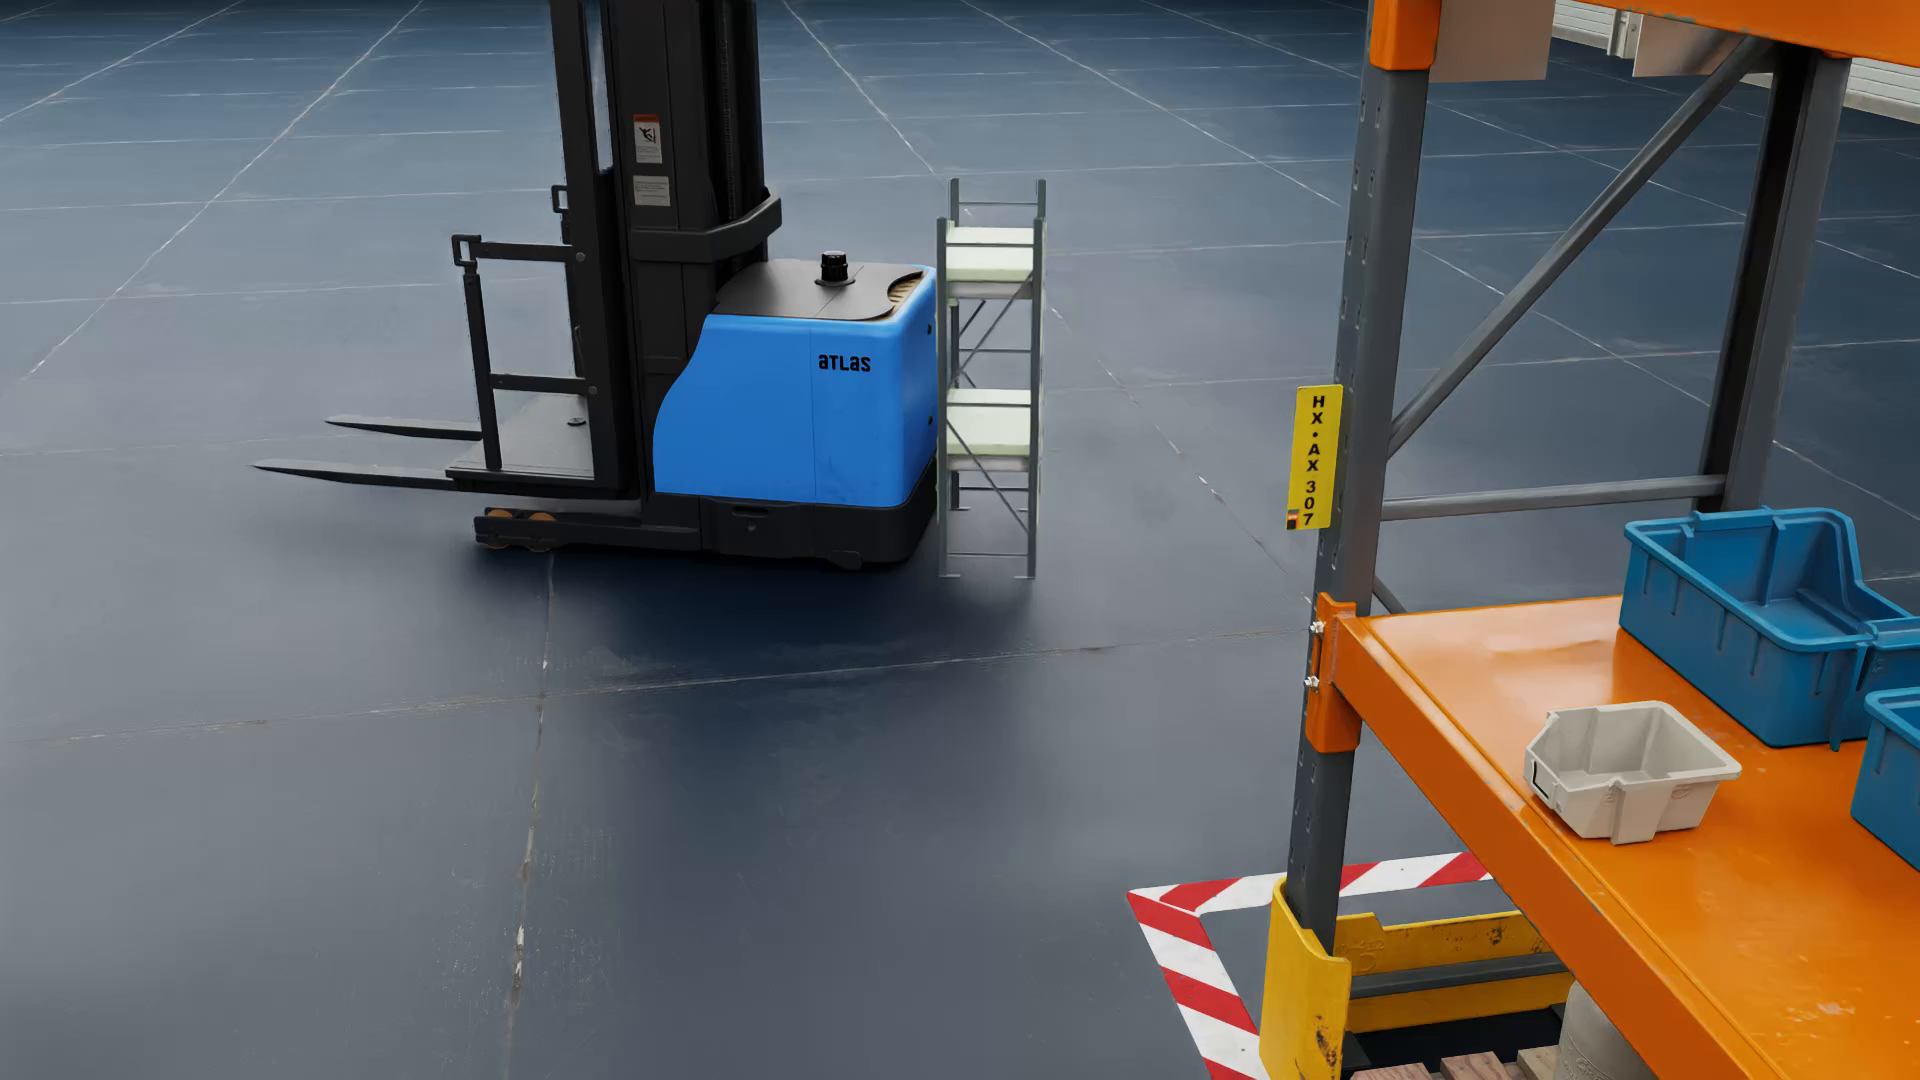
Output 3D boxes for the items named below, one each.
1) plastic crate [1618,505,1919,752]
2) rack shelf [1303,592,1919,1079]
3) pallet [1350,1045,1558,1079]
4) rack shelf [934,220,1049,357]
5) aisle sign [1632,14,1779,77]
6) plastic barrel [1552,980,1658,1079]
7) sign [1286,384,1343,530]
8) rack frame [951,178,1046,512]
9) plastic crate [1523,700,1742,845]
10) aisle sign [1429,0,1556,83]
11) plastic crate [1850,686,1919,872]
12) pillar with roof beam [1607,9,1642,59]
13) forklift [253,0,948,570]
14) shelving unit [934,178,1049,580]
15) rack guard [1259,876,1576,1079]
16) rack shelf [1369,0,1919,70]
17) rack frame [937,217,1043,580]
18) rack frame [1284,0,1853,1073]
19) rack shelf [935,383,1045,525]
[{"bbox_3d":[1.685,0.157,3.330,0.499,0.251,0.616,-4,24,-10],"label":"plastic crate"},{"bbox_3d":[1.668,1.030,2.043,1.077,0.370,4.000,-4,24,-10],"label":"rack shelf"},{"bbox_3d":[1.504,1.538,3.465,1.003,0.211,1.213,-4,24,-10],"label":"pallet"},{"bbox_3d":[0.137,-1.034,6.769,0.431,0.370,0.720,2,24,3],"label":"rack shelf"},{"bbox_3d":[1.577,-1.328,3.295,0.394,0.787,0.004,-4,24,-10],"label":"aisle sign"},{"bbox_3d":[1.495,1.115,3.534,0.421,0.512,0.421,0,24,0],"label":"plastic barrel"},{"bbox_3d":[0.757,-0.174,3.555,0.100,0.325,0.005,-4,24,-10],"label":"sign"},{"bbox_3d":[0.161,-0.823,7.260,0.400,1.500,0.023,2,24,3],"label":"rack frame"},{"bbox_3d":[1.148,0.410,2.892,0.298,0.136,0.250,-4,24,-10],"label":"plastic crate"},{"bbox_3d":[0.997,-1.284,3.195,0.394,0.787,0.004,-4,24,-10],"label":"aisle sign"},{"bbox_3d":[1.799,0.412,2.744,0.499,0.251,0.408,-4,24,-10],"label":"plastic crate"},{"bbox_3d":[4.455,-10.119,19.176,9.100,9.000,0.400,-4,24,-10],"label":"pillar with roof beam"},{"bbox_3d":[-1.622,-1.492,7.004,3.031,2.935,1.130,4,24,10],"label":"forklift"},{"bbox_3d":[0.137,-0.676,6.925,0.431,1.500,0.755,2,24,3],"label":"shelving unit"},{"bbox_3d":[1.359,1.086,4.140,1.175,0.500,0.348,-4,24,-10],"label":"rack guard"},{"bbox_3d":[1.668,-0.345,1.442,1.077,0.370,4.000,-4,24,-10],"label":"rack shelf"},{"bbox_3d":[0.113,-0.530,6.590,0.400,1.500,0.023,2,24,3],"label":"rack frame"},{"bbox_3d":[1.298,-0.086,3.700,1.000,3.000,0.127,-4,24,-10],"label":"rack frame"},{"bbox_3d":[0.137,-0.378,7.055,0.431,0.370,0.720,2,24,3],"label":"rack shelf"}]
